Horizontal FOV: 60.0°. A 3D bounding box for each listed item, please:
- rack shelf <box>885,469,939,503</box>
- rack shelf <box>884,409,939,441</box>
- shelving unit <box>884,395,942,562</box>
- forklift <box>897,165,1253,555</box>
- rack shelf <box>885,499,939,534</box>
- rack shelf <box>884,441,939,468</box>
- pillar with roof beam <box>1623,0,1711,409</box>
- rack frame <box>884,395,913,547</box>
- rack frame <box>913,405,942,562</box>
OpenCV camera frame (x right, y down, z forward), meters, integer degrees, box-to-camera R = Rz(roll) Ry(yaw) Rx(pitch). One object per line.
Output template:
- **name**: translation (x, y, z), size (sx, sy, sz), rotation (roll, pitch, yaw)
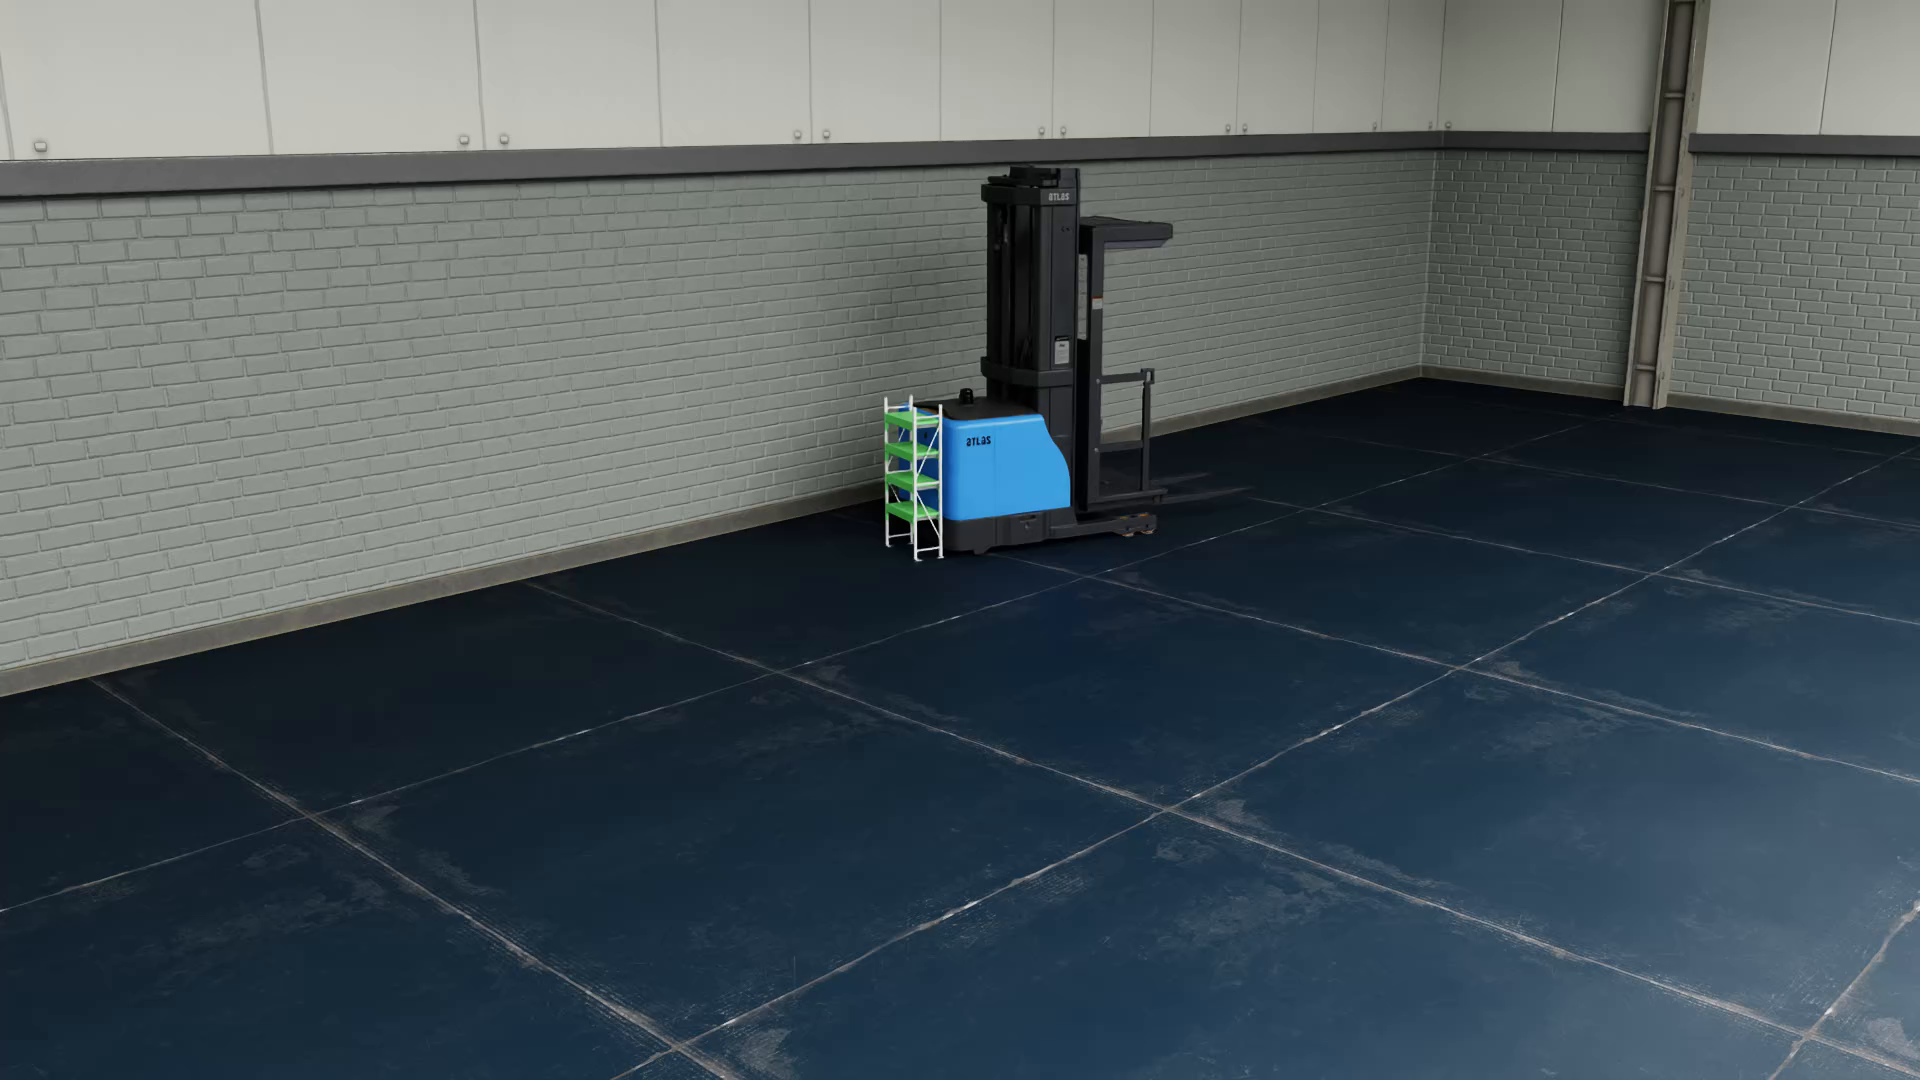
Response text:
- **rack shelf**: translation (-0.364, -0.421, 12.923), size (0.258, 0.148, 0.480), rotation (-8, 17, -28)
- **rack shelf**: translation (-0.364, -0.886, 12.802), size (0.258, 0.148, 0.480), rotation (-8, 17, -28)
- **shelving unit**: translation (-0.364, -0.483, 12.907), size (0.258, 1.200, 0.503), rotation (-8, 17, -28)
- **forklift**: translation (1.032, -1.549, 13.565), size (3.031, 2.935, 1.130), rotation (-8, 16, -27)
- **rack shelf**: translation (-0.364, -0.189, 12.983), size (0.258, 0.148, 0.480), rotation (-8, 17, -28)
- **rack shelf**: translation (-0.364, -0.654, 12.862), size (0.258, 0.148, 0.480), rotation (-8, 17, -28)
- **pillar with roof beam**: translation (5.032, -5.147, 15.339), size (0.400, 9.000, 9.100), rotation (14, 20, 42)
- **rack frame**: translation (-0.481, -0.537, 13.113), size (0.240, 1.200, 0.015), rotation (-8, 17, -28)
- **rack frame**: translation (-0.246, -0.429, 12.700), size (0.240, 1.200, 0.015), rotation (-8, 17, -28)
